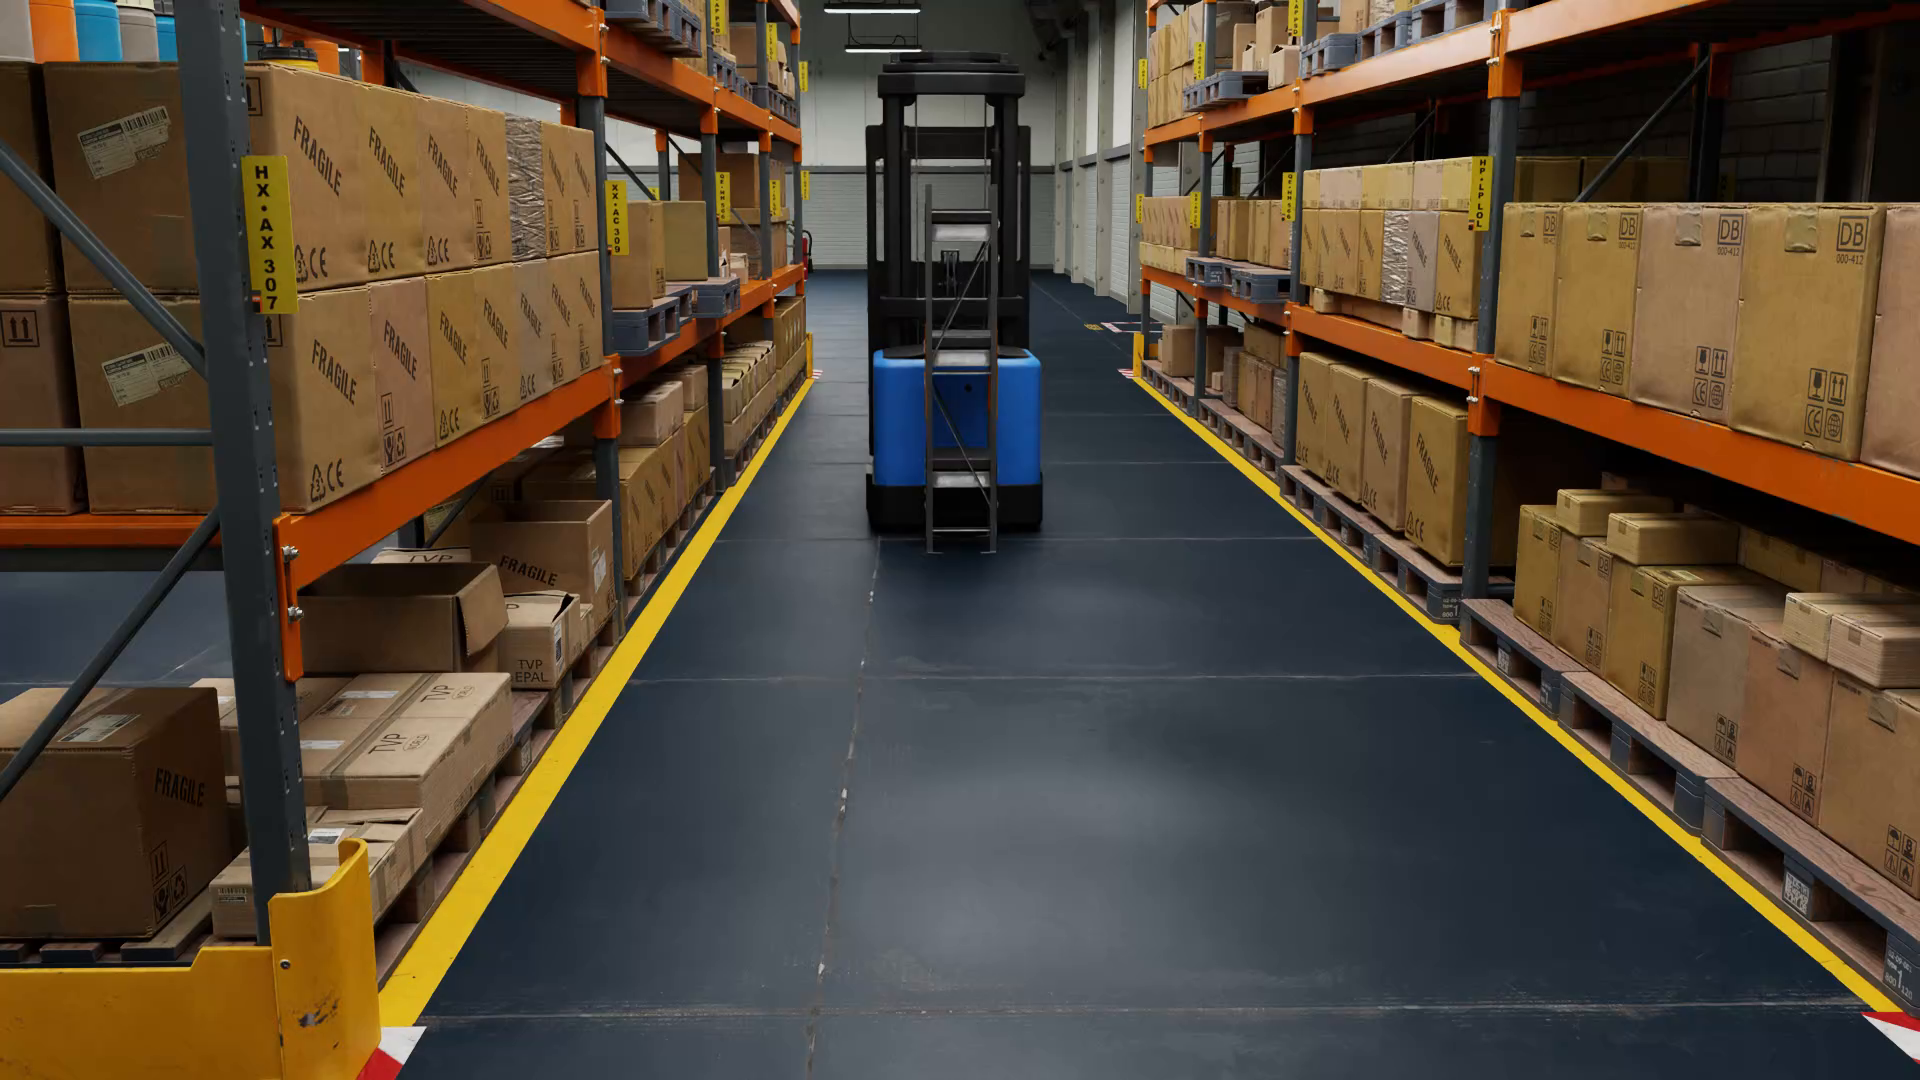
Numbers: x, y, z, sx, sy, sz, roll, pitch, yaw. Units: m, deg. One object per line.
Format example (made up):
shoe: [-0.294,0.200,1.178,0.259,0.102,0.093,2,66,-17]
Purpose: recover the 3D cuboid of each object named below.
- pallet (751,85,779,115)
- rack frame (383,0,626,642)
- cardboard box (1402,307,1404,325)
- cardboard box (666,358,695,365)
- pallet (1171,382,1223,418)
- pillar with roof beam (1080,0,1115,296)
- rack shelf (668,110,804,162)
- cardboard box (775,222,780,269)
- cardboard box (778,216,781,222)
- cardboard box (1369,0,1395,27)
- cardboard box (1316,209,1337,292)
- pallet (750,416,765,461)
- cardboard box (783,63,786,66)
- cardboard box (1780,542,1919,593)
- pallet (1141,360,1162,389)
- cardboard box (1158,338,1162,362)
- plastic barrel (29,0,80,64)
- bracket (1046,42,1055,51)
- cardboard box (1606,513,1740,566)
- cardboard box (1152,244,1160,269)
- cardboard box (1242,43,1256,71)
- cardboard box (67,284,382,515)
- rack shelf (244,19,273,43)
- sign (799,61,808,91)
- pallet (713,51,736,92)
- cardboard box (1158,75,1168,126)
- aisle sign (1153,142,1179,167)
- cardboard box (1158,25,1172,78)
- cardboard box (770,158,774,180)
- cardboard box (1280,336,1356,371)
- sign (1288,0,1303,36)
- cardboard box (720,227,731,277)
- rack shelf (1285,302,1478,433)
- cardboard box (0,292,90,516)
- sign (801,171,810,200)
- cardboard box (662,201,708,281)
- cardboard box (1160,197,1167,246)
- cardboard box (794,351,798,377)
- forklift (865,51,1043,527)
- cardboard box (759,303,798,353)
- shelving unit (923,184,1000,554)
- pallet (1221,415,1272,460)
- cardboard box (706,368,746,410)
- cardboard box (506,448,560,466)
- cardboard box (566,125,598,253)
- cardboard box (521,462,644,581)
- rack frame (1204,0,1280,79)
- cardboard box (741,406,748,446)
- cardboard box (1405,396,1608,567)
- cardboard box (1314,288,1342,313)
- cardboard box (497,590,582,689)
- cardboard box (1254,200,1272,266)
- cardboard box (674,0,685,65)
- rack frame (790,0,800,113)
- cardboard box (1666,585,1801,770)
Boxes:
pallet: [-2.283,-4.193,15.861,1.003,0.211,1.213,0,11,-1]
rack frame: [-2.074,-1.007,7.477,1.000,3.000,0.127,0,11,-1]
cardboard box: [2.597,-1.183,8.929,0.380,0.149,0.250,0,11,-1]
cardboard box: [-2.447,-1.341,13.575,0.500,0.311,0.500,0,11,0]
pallet: [2.664,-1.385,16.354,1.003,0.211,1.213,0,11,-1]
pillar with roof beam: [-1.166,-9.778,35.623,9.100,9.000,0.548,0,11,-1]
rack shelf: [-2.281,-4.112,17.048,1.077,0.370,4.000,0,11,-1]
cardboard box: [-2.305,-3.145,17.766,0.700,0.500,0.500,0,11,-1]
cardboard box: [-2.095,-3.426,17.521,0.380,0.149,0.250,0,11,0]
cardboard box: [2.927,-3.356,10.156,0.700,0.500,0.500,-1,12,-4]
cardboard box: [2.552,-1.826,10.464,0.500,0.500,0.500,0,11,1]
pallet: [-2.157,-0.841,13.673,1.003,0.211,1.213,0,11,-1]
cardboard box: [-2.314,-5.073,18.307,0.797,0.503,0.637,1,11,3]
cardboard box: [3.021,0.102,5.611,0.380,0.149,0.250,0,11,-1]
pallet: [2.614,-1.870,18.745,1.003,0.211,1.213,0,11,-1]
cardboard box: [2.555,-2.173,18.882,0.500,0.311,0.500,-2,12,-8]
plastic barrel: [-6.922,-3.757,12.408,0.600,0.830,0.708,0,11,-1]
bracket: [2.544,-13.861,46.697,0.235,0.232,0.430,0,11,-1]
cardboard box: [2.627,-0.005,6.137,0.380,0.149,0.250,-1,11,-3]
cardboard box: [2.353,-3.047,17.859,0.500,0.250,0.500,0,11,-2]
cardboard box: [2.657,-4.019,13.947,0.500,0.311,0.500,0,11,1]
cardboard box: [-1.737,-0.350,3.987,0.500,0.500,0.500,0,11,0]
rack shelf: [-7.233,-5.366,16.693,1.077,0.370,4.000,0,11,-1]
sign: [-1.779,-5.257,18.853,0.100,0.325,0.005,0,11,-1]
pallet: [-2.260,-3.314,11.780,1.213,0.211,1.003,0,11,1]
cardboard box: [2.378,-4.664,17.660,0.500,0.500,0.500,0,11,1]
aisle sign: [2.329,-4.700,19.144,0.394,0.787,0.004,0,11,-1]
cardboard box: [2.377,-5.153,17.552,0.500,0.500,0.500,0,11,0]
cardboard box: [-2.286,-3.669,17.086,0.700,0.500,0.500,0,11,-1]
cardboard box: [2.780,-1.437,12.894,0.500,0.250,0.500,0,11,0]
sign: [2.253,-3.544,11.141,0.100,0.325,0.005,0,11,-1]
cardboard box: [-2.229,-2.388,14.036,0.500,0.500,0.500,1,11,3]
rack shelf: [2.837,-1.073,9.612,1.077,0.370,4.000,0,11,-1]
cardboard box: [-2.273,-0.348,3.981,0.500,0.500,0.500,0,11,1]
sign: [-1.779,-4.075,19.093,0.100,0.325,0.005,0,11,-1]
cardboard box: [-2.031,-1.932,10.729,0.700,0.500,0.500,-4,12,-20]
cardboard box: [2.367,-3.317,17.307,0.500,0.500,0.500,0,11,1]
cardboard box: [-1.972,-1.847,17.477,0.500,0.250,0.500,0,11,-1]
forklift: [-0.092,-1.763,11.379,1.130,2.935,3.031,-1,11,-3]
cardboard box: [-1.969,-2.214,17.403,0.500,0.500,0.500,0,11,-1]
shelving unit: [0.003,-0.996,9.688,0.431,2.100,0.503,0,11,-1]
pallet: [2.759,-0.854,13.735,1.003,0.211,1.213,0,11,-1]
cardboard box: [-1.893,-1.145,12.605,0.500,0.311,0.500,-1,11,-3]
cardboard box: [-2.372,-0.192,8.644,0.500,0.500,0.500,0,11,-1]
cardboard box: [-1.805,-1.446,6.877,0.500,0.500,0.500,0,11,-1]
cardboard box: [-1.840,-0.094,8.160,0.500,0.500,0.500,-1,11,-4]
rack frame: [2.713,-5.558,14.823,1.000,3.000,0.127,0,11,-1]
cardboard box: [-1.885,-0.865,12.639,0.500,0.250,0.500,-1,11,-3]
cardboard box: [2.735,-0.309,8.387,0.750,0.750,0.750,0,11,0]
cardboard box: [2.489,-1.540,10.686,0.380,0.149,0.250,0,11,1]
cardboard box: [-1.763,0.357,6.413,0.500,0.311,0.500,0,11,-1]
cardboard box: [2.728,-2.428,13.127,0.700,0.500,0.500,0,11,-1]
cardboard box: [-2.093,-3.029,9.652,0.910,0.500,0.500,0,11,-1]
rack frame: [-2.322,-6.332,18.638,1.000,3.000,0.127,0,11,-1]
cardboard box: [2.825,0.448,5.535,0.700,0.500,0.500,-1,11,-3]
